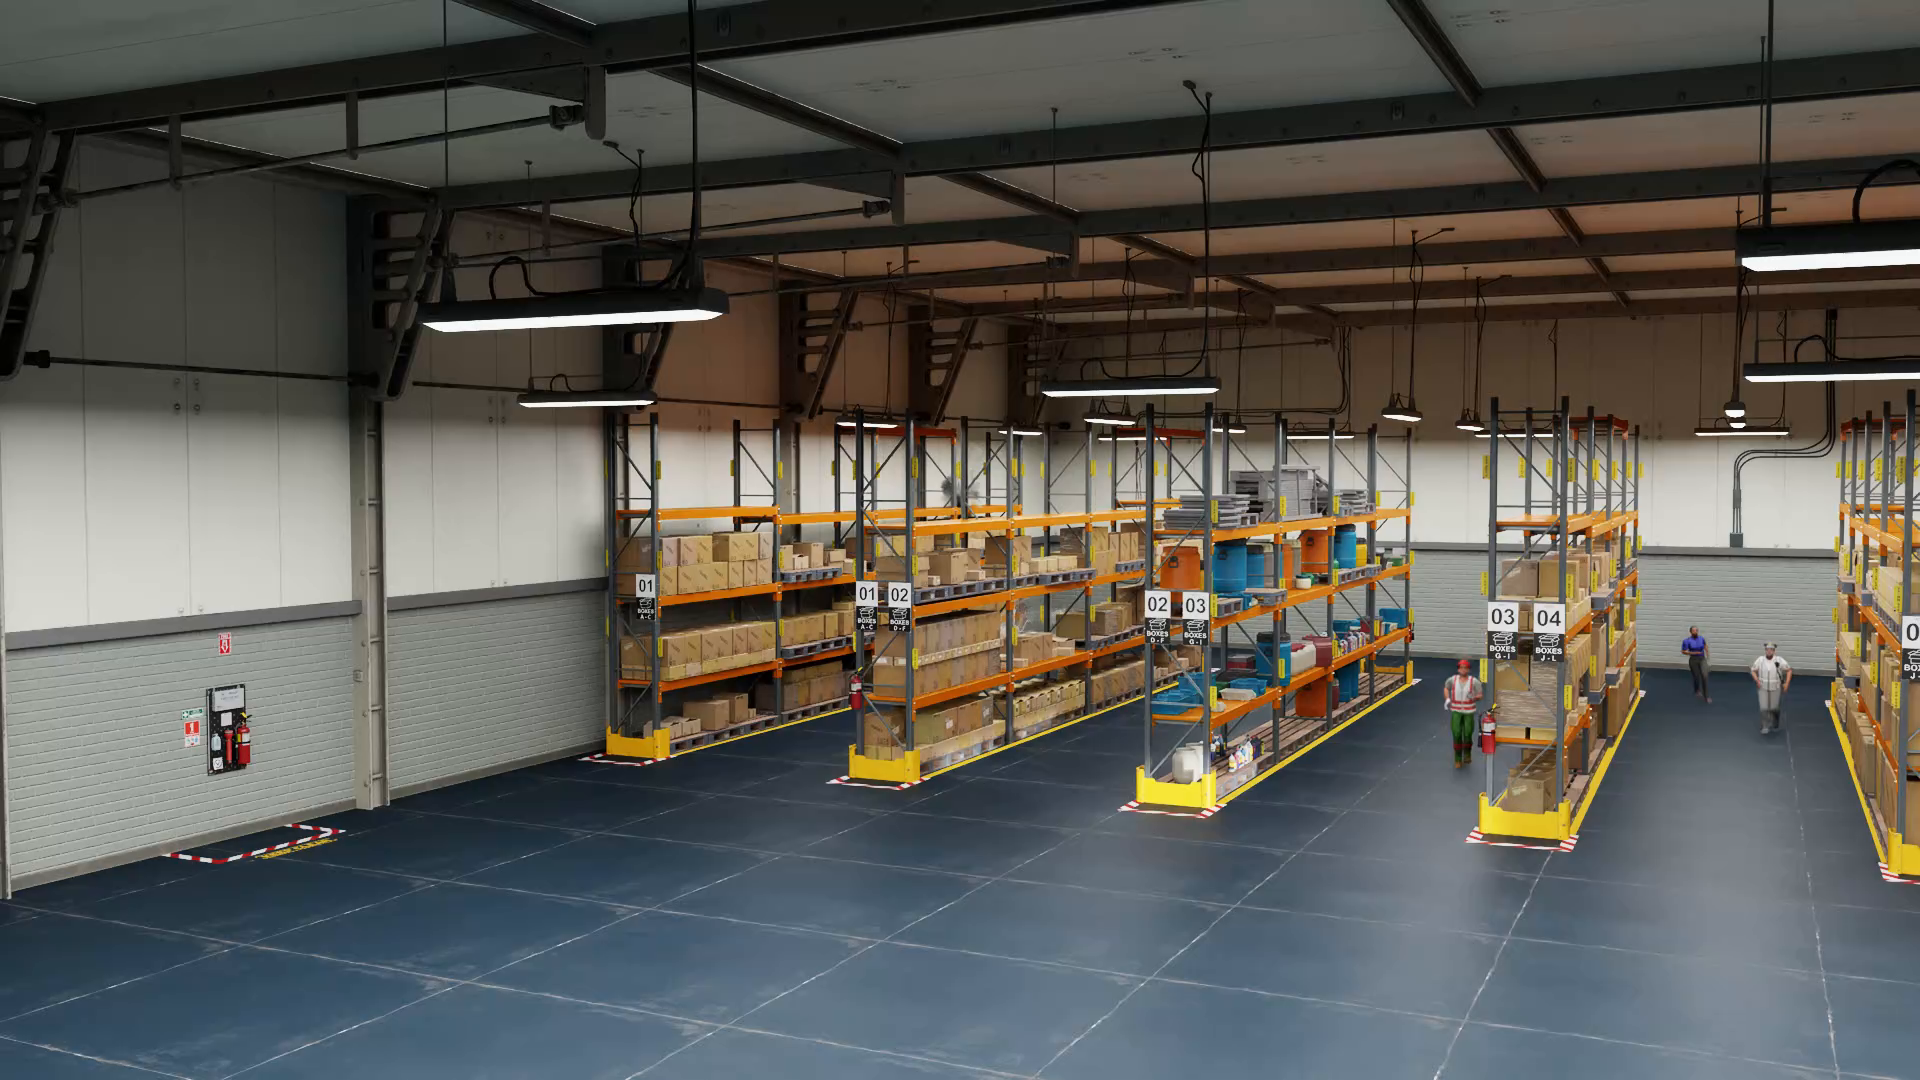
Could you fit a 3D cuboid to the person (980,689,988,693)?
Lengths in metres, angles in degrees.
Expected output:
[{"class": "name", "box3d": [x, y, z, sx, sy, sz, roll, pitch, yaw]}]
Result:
[{"class": "person", "box3d": [0.493, 2.589, 36.239, 0.687, 1.845, 0.811, 1, 2, 15]}]

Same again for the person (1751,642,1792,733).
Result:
[{"class": "person", "box3d": [15.437, 2.805, 31.671, 0.698, 1.742, 0.620, 1, 3, 30]}]

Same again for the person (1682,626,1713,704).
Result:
[{"class": "person", "box3d": [15.935, 2.695, 36.068, 0.590, 1.668, 0.842, 0, 2, 8]}]

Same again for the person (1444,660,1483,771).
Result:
[{"class": "person", "box3d": [8.470, 2.921, 27.988, 0.640, 1.824, 0.814, 1, 3, 20]}]
